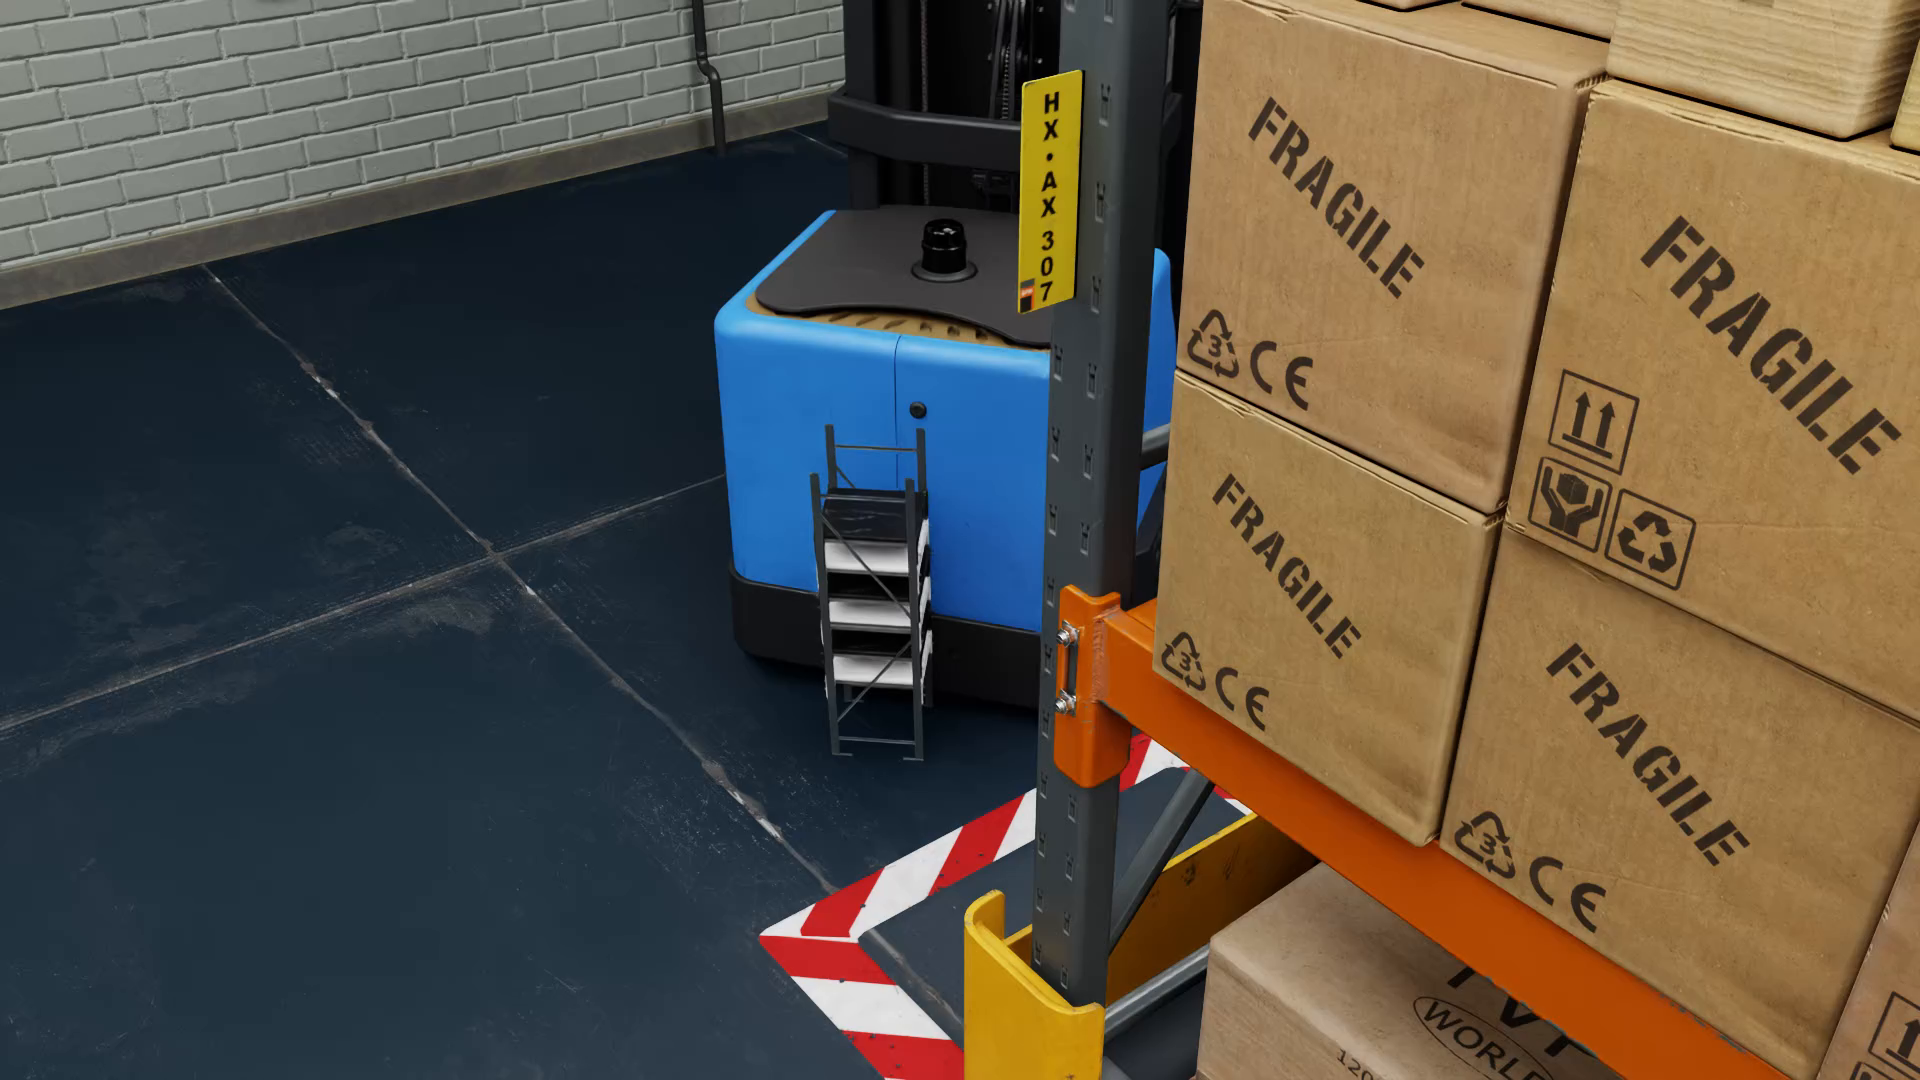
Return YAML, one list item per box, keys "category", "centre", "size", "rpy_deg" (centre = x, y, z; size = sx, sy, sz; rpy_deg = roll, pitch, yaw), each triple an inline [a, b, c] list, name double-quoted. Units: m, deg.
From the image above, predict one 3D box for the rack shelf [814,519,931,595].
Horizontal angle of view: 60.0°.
- category: "rack shelf"
  centre: [-0.210, 0.033, 4.051]
  size: [0.258, 0.077, 0.200]
  rpy_deg: [3, 38, 5]

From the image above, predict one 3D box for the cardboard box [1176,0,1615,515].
- category: "cardboard box"
  centre: [0.633, -0.421, 2.042]
  size: [0.500, 0.500, 0.500]
  rpy_deg: [-23, 39, -32]

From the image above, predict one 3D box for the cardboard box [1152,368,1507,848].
- category: "cardboard box"
  centre: [0.631, 0.005, 2.305]
  size: [0.500, 0.500, 0.500]
  rpy_deg: [-23, 38, -32]

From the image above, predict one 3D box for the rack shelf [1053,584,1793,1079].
- category: "rack shelf"
  centre: [1.790, 0.893, 1.650]
  size: [1.077, 0.370, 4.000]
  rpy_deg: [-22, 38, -31]

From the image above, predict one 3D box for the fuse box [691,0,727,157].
- category: "fuse box"
  centre: [-1.164, -2.660, 7.910]
  size: [0.539, 1.711, 0.414]
  rpy_deg: [-22, 38, -31]

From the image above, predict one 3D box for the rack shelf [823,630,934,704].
- category: "rack shelf"
  centre: [-0.206, 0.318, 4.271]
  size: [0.258, 0.077, 0.200]
  rpy_deg: [3, 38, 5]

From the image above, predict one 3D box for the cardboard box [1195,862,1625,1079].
- category: "cardboard box"
  centre: [1.047, 0.907, 2.977]
  size: [0.875, 0.438, 0.875]
  rpy_deg: [-24, 39, -33]

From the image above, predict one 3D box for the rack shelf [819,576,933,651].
- category: "rack shelf"
  centre: [-0.208, 0.176, 4.161]
  size: [0.258, 0.077, 0.200]
  rpy_deg: [3, 38, 5]

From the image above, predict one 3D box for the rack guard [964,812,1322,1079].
- category: "rack guard"
  centre: [0.549, 0.806, 3.478]
  size: [1.175, 0.500, 0.348]
  rpy_deg: [-22, 38, -31]

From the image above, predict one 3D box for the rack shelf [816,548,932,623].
- category: "rack shelf"
  centre: [-0.209, 0.104, 4.106]
  size: [0.258, 0.077, 0.200]
  rpy_deg: [3, 38, 5]

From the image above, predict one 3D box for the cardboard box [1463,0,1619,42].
- category: "cardboard box"
  centre: [0.780, -0.665, 1.820]
  size: [0.380, 0.149, 0.250]
  rpy_deg: [-21, 38, -30]

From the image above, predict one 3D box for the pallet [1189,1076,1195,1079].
- category: "pallet"
  centre: [1.116, 1.247, 3.043]
  size: [1.003, 0.211, 1.213]
  rpy_deg: [-22, 38, -31]

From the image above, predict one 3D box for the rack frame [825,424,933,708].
- category: "rack frame"
  centre: [-0.197, 0.087, 4.220]
  size: [0.240, 0.900, 0.006]
  rpy_deg: [3, 38, 5]

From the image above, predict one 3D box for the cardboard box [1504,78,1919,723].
- category: "cardboard box"
  centre: [0.955, -0.208, 1.699]
  size: [0.500, 0.500, 0.500]
  rpy_deg: [-23, 39, -33]

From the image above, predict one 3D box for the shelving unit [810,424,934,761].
- category: "shelving unit"
  centre: [-0.208, 0.149, 4.140]
  size: [0.258, 0.900, 0.210]
  rpy_deg: [3, 38, 5]

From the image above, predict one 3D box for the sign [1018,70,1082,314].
- category: "sign"
  centre: [0.122, -0.470, 2.268]
  size: [0.100, 0.325, 0.005]
  rpy_deg: [-22, 38, -31]

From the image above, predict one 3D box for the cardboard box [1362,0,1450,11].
- category: "cardboard box"
  centre: [0.563, -0.751, 1.959]
  size: [0.380, 0.149, 0.250]
  rpy_deg: [-21, 38, -30]

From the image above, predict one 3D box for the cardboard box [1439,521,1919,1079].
- category: "cardboard box"
  centre: [0.963, 0.207, 1.980]
  size: [0.500, 0.500, 0.500]
  rpy_deg: [-23, 38, -32]

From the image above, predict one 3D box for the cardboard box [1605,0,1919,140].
- category: "cardboard box"
  centre: [0.848, -0.519, 1.586]
  size: [0.380, 0.149, 0.250]
  rpy_deg: [-21, 38, -30]

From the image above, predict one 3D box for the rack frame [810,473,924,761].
- category: "rack frame"
  centre: [-0.219, 0.211, 4.061]
  size: [0.240, 0.900, 0.006]
  rpy_deg: [3, 38, 5]

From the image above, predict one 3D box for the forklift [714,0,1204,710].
- category: "forklift"
  centre: [0.296, -1.559, 4.981]
  size: [1.130, 2.935, 3.031]
  rpy_deg: [9, 33, 15]

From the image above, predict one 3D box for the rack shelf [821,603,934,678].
- category: "rack shelf"
  centre: [-0.207, 0.247, 4.216]
  size: [0.258, 0.077, 0.200]
  rpy_deg: [3, 38, 5]

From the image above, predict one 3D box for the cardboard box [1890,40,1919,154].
- category: "cardboard box"
  centre: [1.024, -0.415, 1.419]
  size: [0.380, 0.149, 0.250]
  rpy_deg: [-24, 39, -33]

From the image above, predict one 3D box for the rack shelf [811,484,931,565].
- category: "rack shelf"
  centre: [-0.211, -0.038, 3.996]
  size: [0.258, 0.077, 0.200]
  rpy_deg: [3, 38, 5]

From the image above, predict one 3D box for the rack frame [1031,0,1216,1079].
- category: "rack frame"
  centre: [0.564, -0.246, 2.803]
  size: [1.000, 3.000, 0.127]
  rpy_deg: [-22, 38, -31]
